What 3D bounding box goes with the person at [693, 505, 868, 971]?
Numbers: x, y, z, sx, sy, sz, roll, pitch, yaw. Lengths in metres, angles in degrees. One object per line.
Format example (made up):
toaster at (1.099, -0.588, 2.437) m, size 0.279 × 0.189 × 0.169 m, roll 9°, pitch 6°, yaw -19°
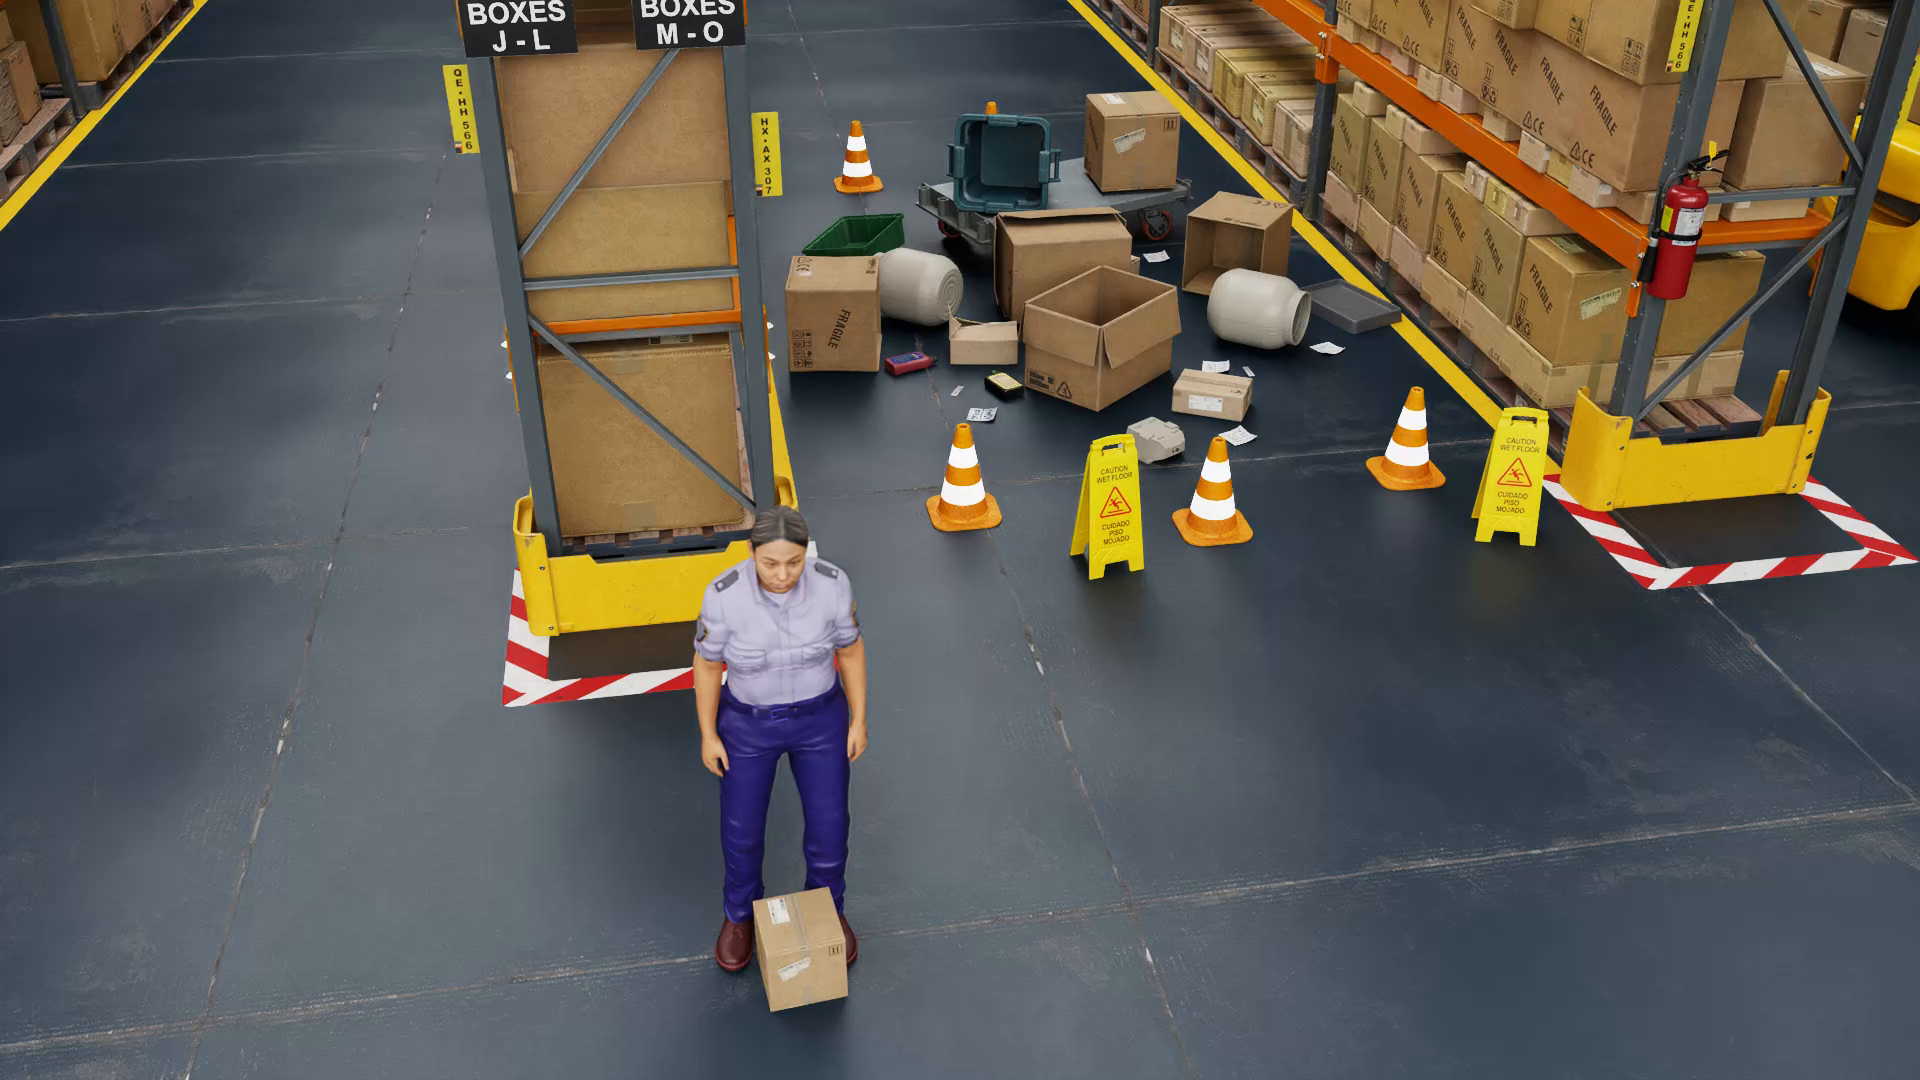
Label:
person at (-0.549, 0.597, 5.141) m, size 0.545 × 1.651 × 0.414 m, roll -6°, pitch 31°, yaw -9°
